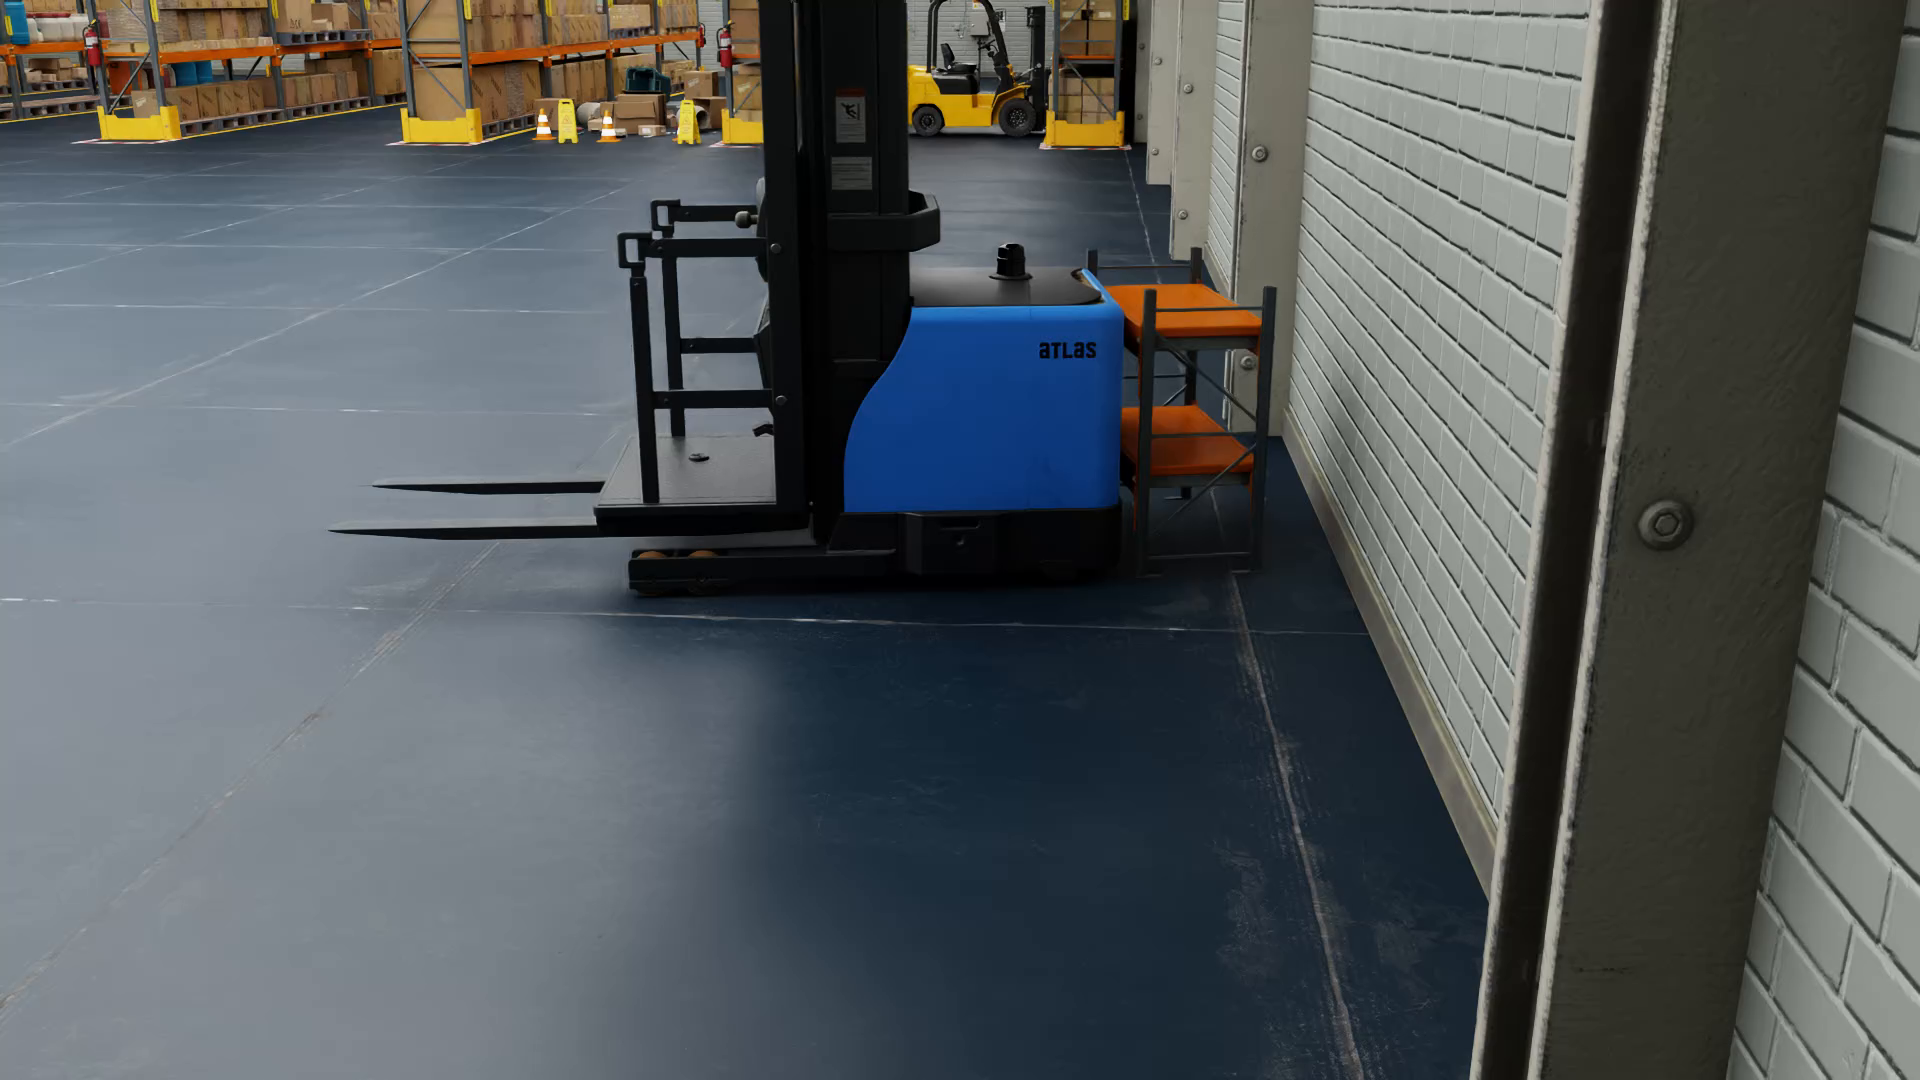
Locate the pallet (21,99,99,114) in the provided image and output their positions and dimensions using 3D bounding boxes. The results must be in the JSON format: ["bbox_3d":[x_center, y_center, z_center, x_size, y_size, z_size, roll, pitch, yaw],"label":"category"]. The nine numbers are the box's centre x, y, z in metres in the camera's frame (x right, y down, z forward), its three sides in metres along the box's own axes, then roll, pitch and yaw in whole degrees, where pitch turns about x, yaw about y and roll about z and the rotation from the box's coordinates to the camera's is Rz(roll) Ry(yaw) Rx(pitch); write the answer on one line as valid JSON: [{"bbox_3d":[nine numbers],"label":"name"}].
[{"bbox_3d":[-17.493,-8.403,32.228,1.003,0.211,1.213,1,18,4],"label":"pallet"}]

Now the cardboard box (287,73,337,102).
[{"bbox_3d":[-12.457,-8.699,31.961,0.700,0.500,0.500,3,18,9],"label":"cardboard box"}]

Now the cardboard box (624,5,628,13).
[{"bbox_3d":[-7.109,-11.003,34.459,0.380,0.149,0.250,2,18,6],"label":"cardboard box"}]

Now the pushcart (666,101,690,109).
[{"bbox_3d":[-5.048,-7.561,29.391,1.648,0.377,0.936,-5,19,-15],"label":"pushcart"}]

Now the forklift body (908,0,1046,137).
[{"bbox_3d":[0.210,-7.646,26.802,2.313,2.155,1.214,1,18,4],"label":"forklift body"}]

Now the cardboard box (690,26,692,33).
[{"bbox_3d":[-6.651,-12.274,39.968,0.380,0.149,0.250,1,18,4],"label":"cardboard box"}]

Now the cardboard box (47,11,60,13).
[{"bbox_3d":[-21.582,-12.214,39.219,0.500,0.500,0.500,1,18,4],"label":"cardboard box"}]

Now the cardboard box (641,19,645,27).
[{"bbox_3d":[-7.010,-11.129,35.800,0.380,0.149,0.250,1,18,4],"label":"cardboard box"}]

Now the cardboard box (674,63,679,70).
[{"bbox_3d":[-6.773,-11.050,38.776,0.380,0.149,0.250,1,18,4],"label":"cardboard box"}]

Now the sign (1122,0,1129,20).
[{"bbox_3d":[2.447,-7.854,24.558,0.100,0.325,0.005,1,18,4],"label":"sign"}]

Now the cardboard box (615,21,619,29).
[{"bbox_3d":[-7.157,-10.474,33.801,0.380,0.149,0.250,2,18,7],"label":"cardboard box"}]

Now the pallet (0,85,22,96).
[{"bbox_3d":[-21.983,-10.121,37.471,1.003,0.211,1.213,1,18,4],"label":"pallet"}]

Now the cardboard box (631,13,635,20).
[{"bbox_3d":[-7.064,-11.019,34.986,0.380,0.149,0.250,1,18,4],"label":"cardboard box"}]

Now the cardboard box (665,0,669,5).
[{"bbox_3d":[-6.844,-12.295,37.384,0.500,0.500,0.500,1,18,2],"label":"cardboard box"}]

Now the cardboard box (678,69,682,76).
[{"bbox_3d":[-6.697,-10.905,38.813,0.380,0.149,0.250,1,18,4],"label":"cardboard box"}]

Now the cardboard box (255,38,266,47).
[{"bbox_3d":[-12.405,-8.722,29.129,0.380,0.149,0.250,1,18,4],"label":"cardboard box"}]

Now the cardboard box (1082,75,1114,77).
[{"bbox_3d":[2.149,-7.088,25.872,0.500,0.250,0.500,1,18,4],"label":"cardboard box"}]

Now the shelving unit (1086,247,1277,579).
[{"bbox_3d":[0.859,-0.555,6.811,0.538,1.125,1.048,-2,18,-7],"label":"shelving unit"}]

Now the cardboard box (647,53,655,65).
[{"bbox_3d":[-6.943,-10.466,36.182,0.500,0.250,0.500,1,18,2],"label":"cardboard box"}]

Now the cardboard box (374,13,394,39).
[{"bbox_3d":[-12.027,-10.587,34.256,0.500,0.500,0.500,1,18,2],"label":"cardboard box"}]

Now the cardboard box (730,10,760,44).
[{"bbox_3d":[-3.293,-7.893,25.554,0.500,0.500,0.500,1,18,3],"label":"cardboard box"}]

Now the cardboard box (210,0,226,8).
[{"bbox_3d":[-12.523,-9.045,27.465,0.500,0.500,0.500,1,18,4],"label":"cardboard box"}]

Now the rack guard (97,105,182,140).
[{"bbox_3d":[-12.936,-6.586,26.219,1.175,0.500,0.348,1,18,4],"label":"rack guard"}]

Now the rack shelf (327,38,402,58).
[{"bbox_3d":[-12.225,-10.514,35.349,1.077,0.370,4.000,1,18,4],"label":"rack shelf"}]

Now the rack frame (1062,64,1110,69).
[{"bbox_3d":[2.467,-9.904,32.331,1.000,3.000,0.127,1,18,4],"label":"rack frame"}]

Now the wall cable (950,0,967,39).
[{"bbox_3d":[-0.114,-14.705,45.351,0.588,1.984,0.122,1,18,4],"label":"wall cable"}]

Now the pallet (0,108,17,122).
[{"bbox_3d":[-17.685,-7.570,29.687,1.003,0.211,1.213,1,18,4],"label":"pallet"}]

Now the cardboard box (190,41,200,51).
[{"bbox_3d":[-12.591,-8.024,26.998,0.380,0.149,0.250,1,18,4],"label":"cardboard box"}]

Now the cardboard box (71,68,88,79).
[{"bbox_3d":[-21.567,-11.375,40.531,0.500,0.250,0.500,1,18,4],"label":"cardboard box"}]

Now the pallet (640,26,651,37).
[{"bbox_3d":[-7.341,-11.010,36.014,1.003,0.211,1.213,1,18,4],"label":"pallet"}]

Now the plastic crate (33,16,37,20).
[{"bbox_3d":[-17.729,-9.881,32.158,0.402,0.464,0.583,1,18,4],"label":"plastic crate"}]

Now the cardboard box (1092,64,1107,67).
[{"bbox_3d":[2.816,-9.379,33.027,0.380,0.149,0.250,2,18,7],"label":"cardboard box"}]

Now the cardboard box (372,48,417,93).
[{"bbox_3d":[-12.226,-9.915,35.103,1.225,0.875,0.875,1,18,4],"label":"cardboard box"}]

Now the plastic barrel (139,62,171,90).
[{"bbox_3d":[-17.209,-9.902,35.524,0.600,0.588,0.708,1,18,4],"label":"plastic barrel"}]

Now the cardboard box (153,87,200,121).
[{"bbox_3d":[-12.872,-7.142,27.242,0.500,0.500,0.500,6,19,18],"label":"cardboard box"}]

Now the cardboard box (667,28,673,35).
[{"bbox_3d":[-6.775,-11.623,37.982,0.380,0.149,0.250,2,18,5],"label":"cardboard box"}]

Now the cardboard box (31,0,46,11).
[{"bbox_3d":[-21.611,-12.522,38.556,0.500,0.500,0.500,1,18,2],"label":"cardboard box"}]

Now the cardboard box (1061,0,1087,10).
[{"bbox_3d":[1.709,-8.032,24.939,0.380,0.149,0.250,1,18,4],"label":"cardboard box"}]

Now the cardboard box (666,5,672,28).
[{"bbox_3d":[-6.826,-11.826,37.558,0.500,0.500,0.500,1,18,4],"label":"cardboard box"}]

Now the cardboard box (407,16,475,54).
[{"bbox_3d":[-8.020,-7.796,25.656,0.875,0.550,0.550,1,18,4],"label":"cardboard box"}]

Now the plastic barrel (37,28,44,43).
[{"bbox_3d":[-17.347,-9.445,31.153,0.301,0.262,0.301,0,18,0],"label":"plastic barrel"}]

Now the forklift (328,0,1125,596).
[{"bbox_3d":[-0.915,-1.351,6.338,3.031,2.935,1.130,-1,18,-3],"label":"forklift"}]

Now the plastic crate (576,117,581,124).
[{"bbox_3d":[-6.421,-7.458,29.291,0.450,0.188,0.662,0,15,35],"label":"plastic crate"}]

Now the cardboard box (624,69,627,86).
[{"bbox_3d":[-7.091,-9.475,34.361,0.500,0.500,0.500,1,18,5],"label":"cardboard box"}]

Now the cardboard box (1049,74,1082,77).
[{"bbox_3d":[1.673,-7.253,26.377,0.500,0.250,0.500,2,18,5],"label":"cardboard box"}]

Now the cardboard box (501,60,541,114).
[{"bbox_3d":[-7.830,-7.847,28.790,0.875,0.875,0.875,2,18,5],"label":"cardboard box"}]

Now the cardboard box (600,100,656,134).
[{"bbox_3d":[-5.456,-6.945,27.309,0.797,0.503,0.637,-13,22,-34],"label":"cardboard box"}]

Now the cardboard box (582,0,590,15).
[{"bbox_3d":[-7.505,-10.319,31.832,0.700,0.500,0.500,1,18,3],"label":"cardboard box"}]

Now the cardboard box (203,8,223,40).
[{"bbox_3d":[-12.832,-8.577,27.642,0.875,0.500,0.500,1,18,4],"label":"cardboard box"}]

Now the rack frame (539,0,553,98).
[{"bbox_3d":[-7.715,-8.850,29.116,1.000,3.000,0.127,1,18,4],"label":"rack frame"}]

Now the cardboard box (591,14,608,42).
[{"bbox_3d":[-7.193,-9.994,32.446,0.500,0.500,0.500,1,18,4],"label":"cardboard box"}]
